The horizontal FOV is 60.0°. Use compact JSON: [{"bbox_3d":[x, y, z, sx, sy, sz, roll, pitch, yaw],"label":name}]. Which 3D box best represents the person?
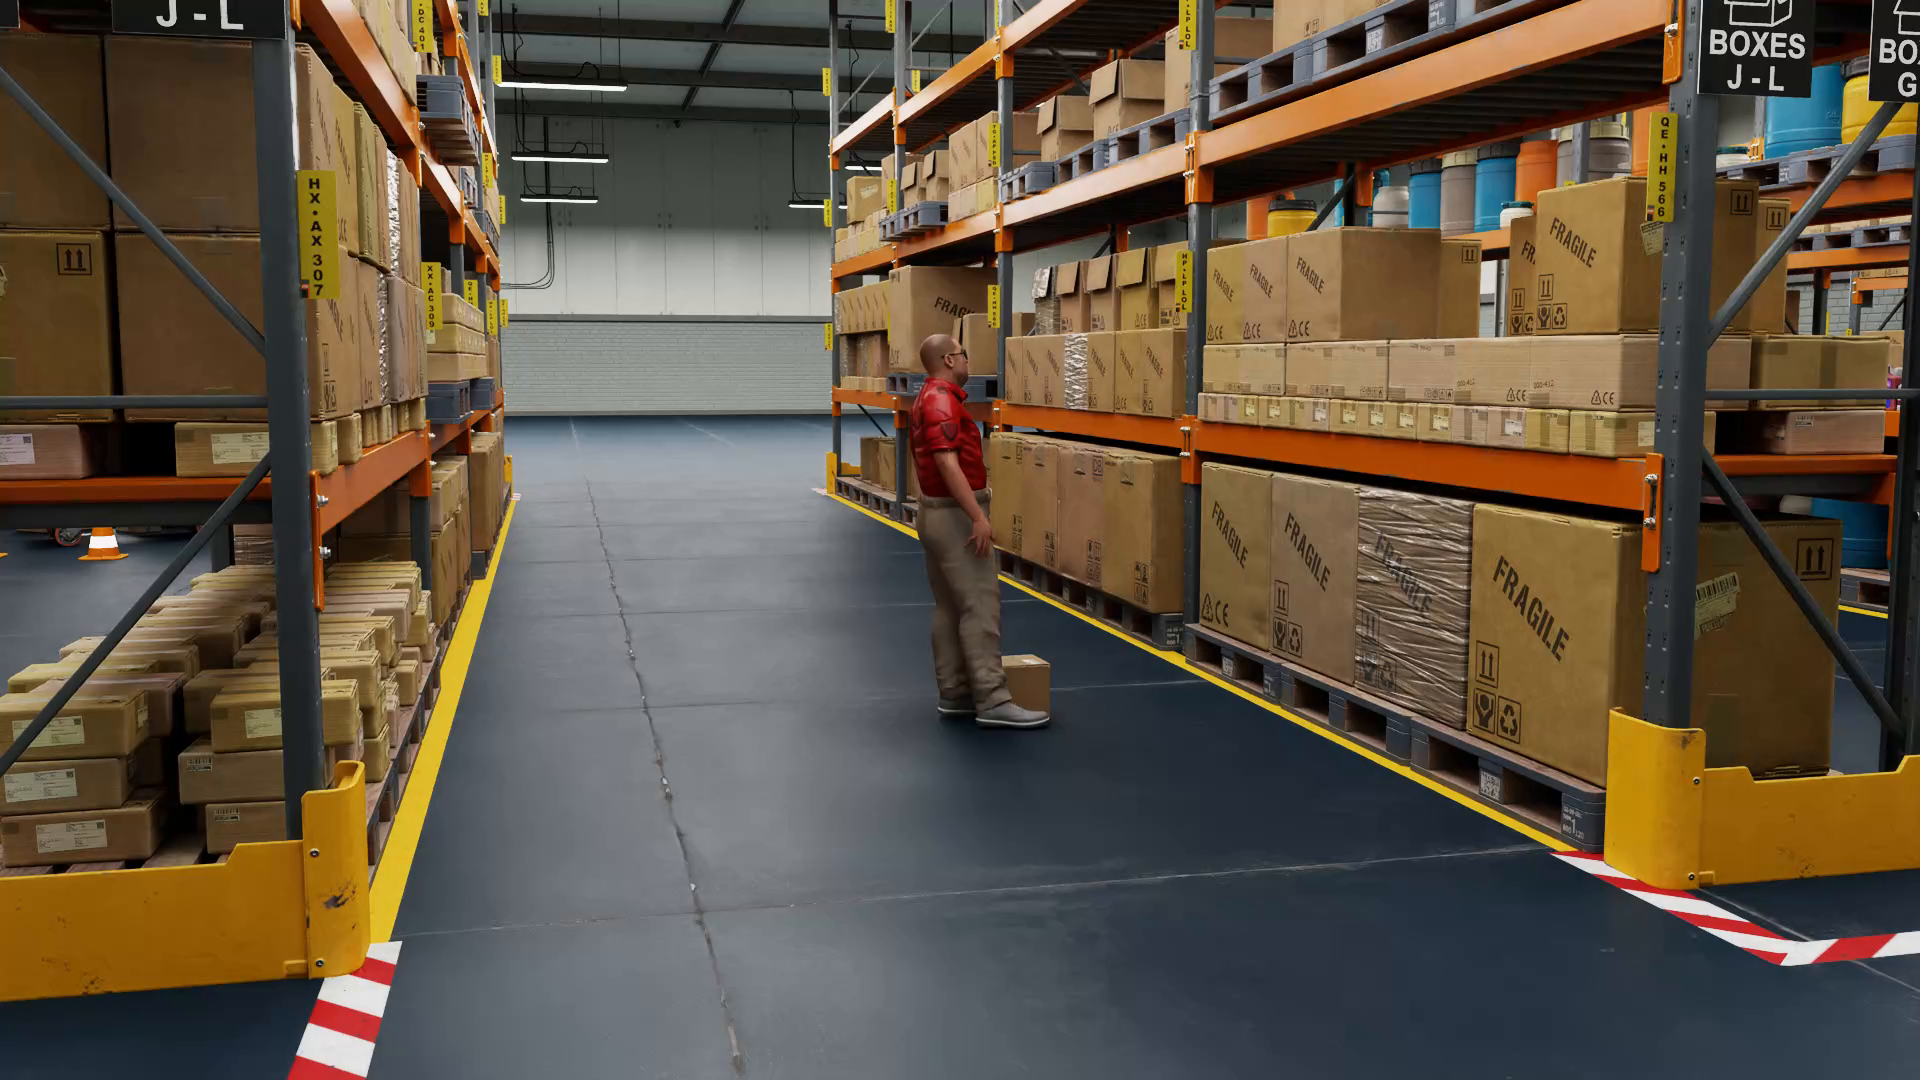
[{"bbox_3d":[0.068,-0.057,7.484,0.551,1.727,0.640,-1,6,-14],"label":"person"}]
